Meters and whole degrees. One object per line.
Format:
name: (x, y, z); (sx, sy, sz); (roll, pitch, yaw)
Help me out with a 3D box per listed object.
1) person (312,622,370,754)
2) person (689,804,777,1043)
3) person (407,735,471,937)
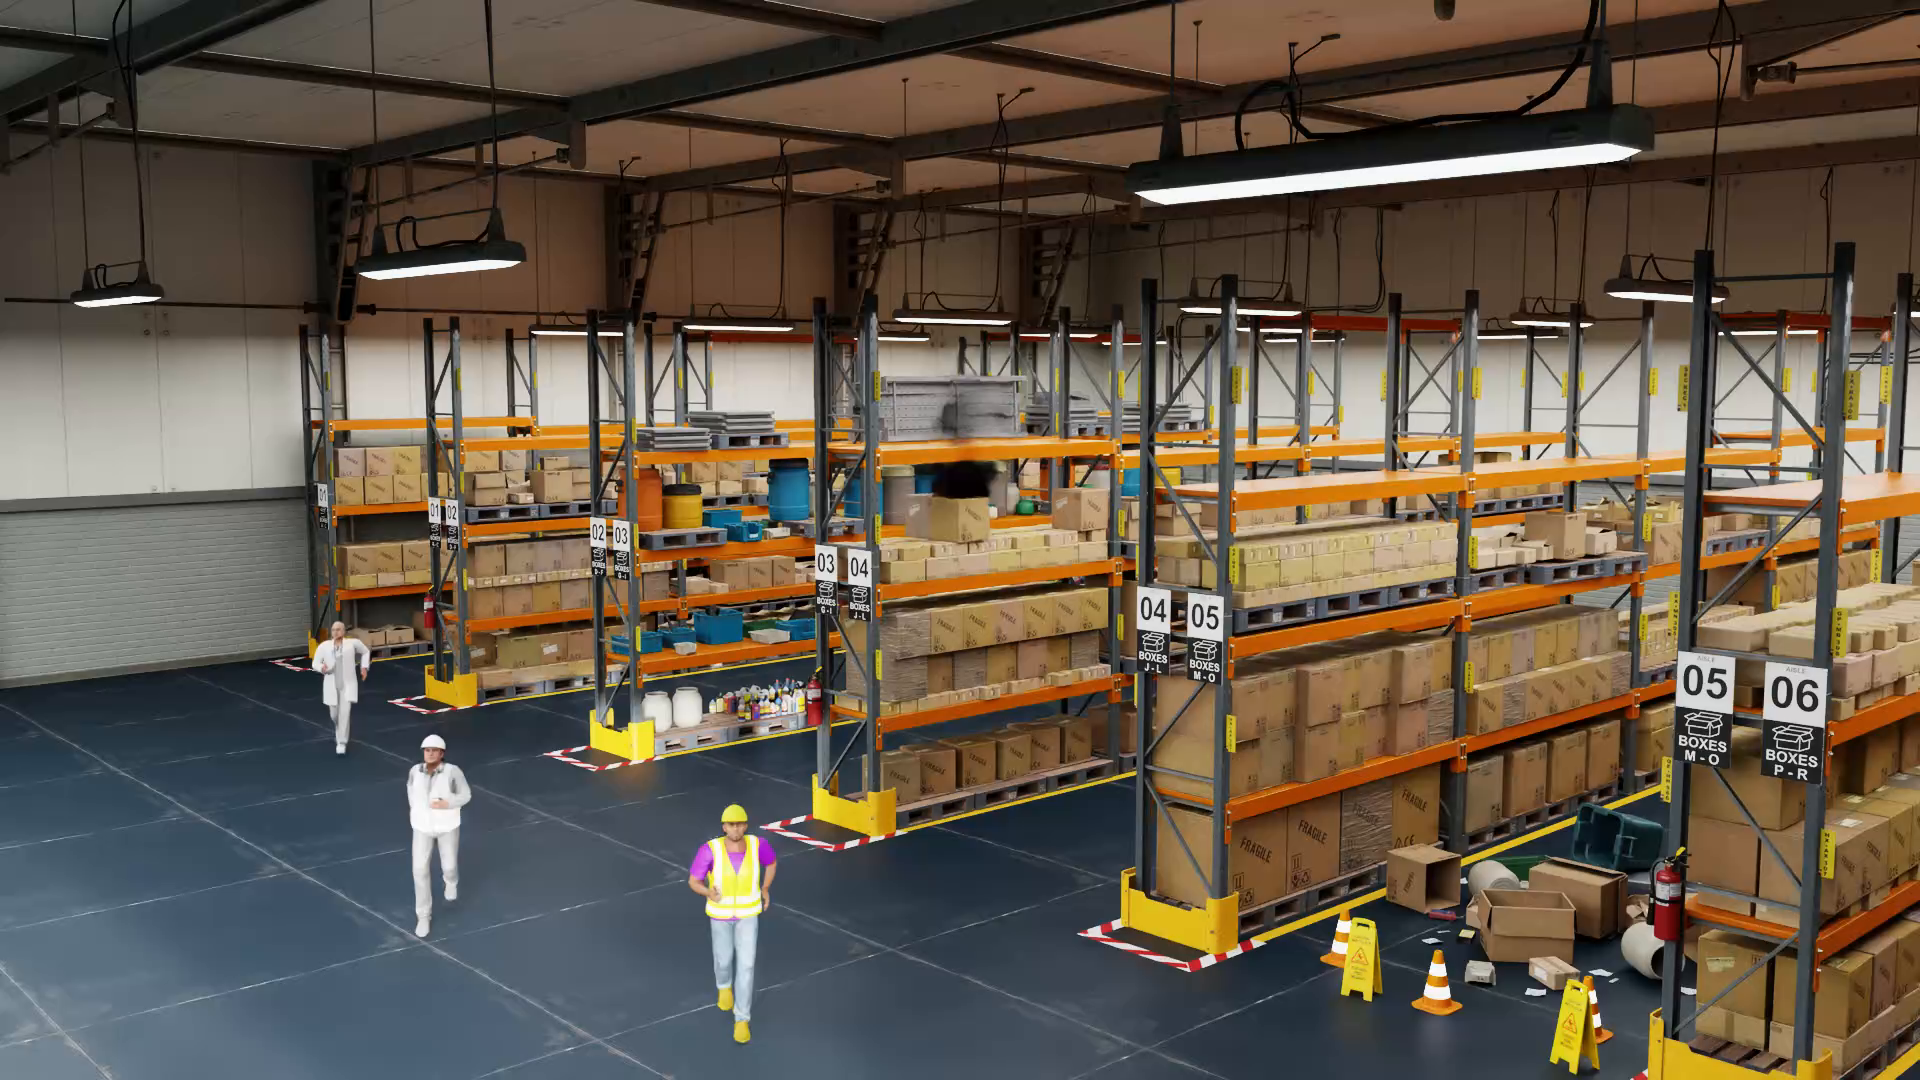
person: (-8.425, 1.957, 22.609); (0.727, 1.693, 1.180); (-1, 6, -11)
person: (-1.771, 2.938, 13.058); (0.705, 1.758, 0.911); (-1, 6, -11)
person: (-4.907, 2.721, 15.681); (0.625, 1.823, 0.990); (-1, 6, -9)
